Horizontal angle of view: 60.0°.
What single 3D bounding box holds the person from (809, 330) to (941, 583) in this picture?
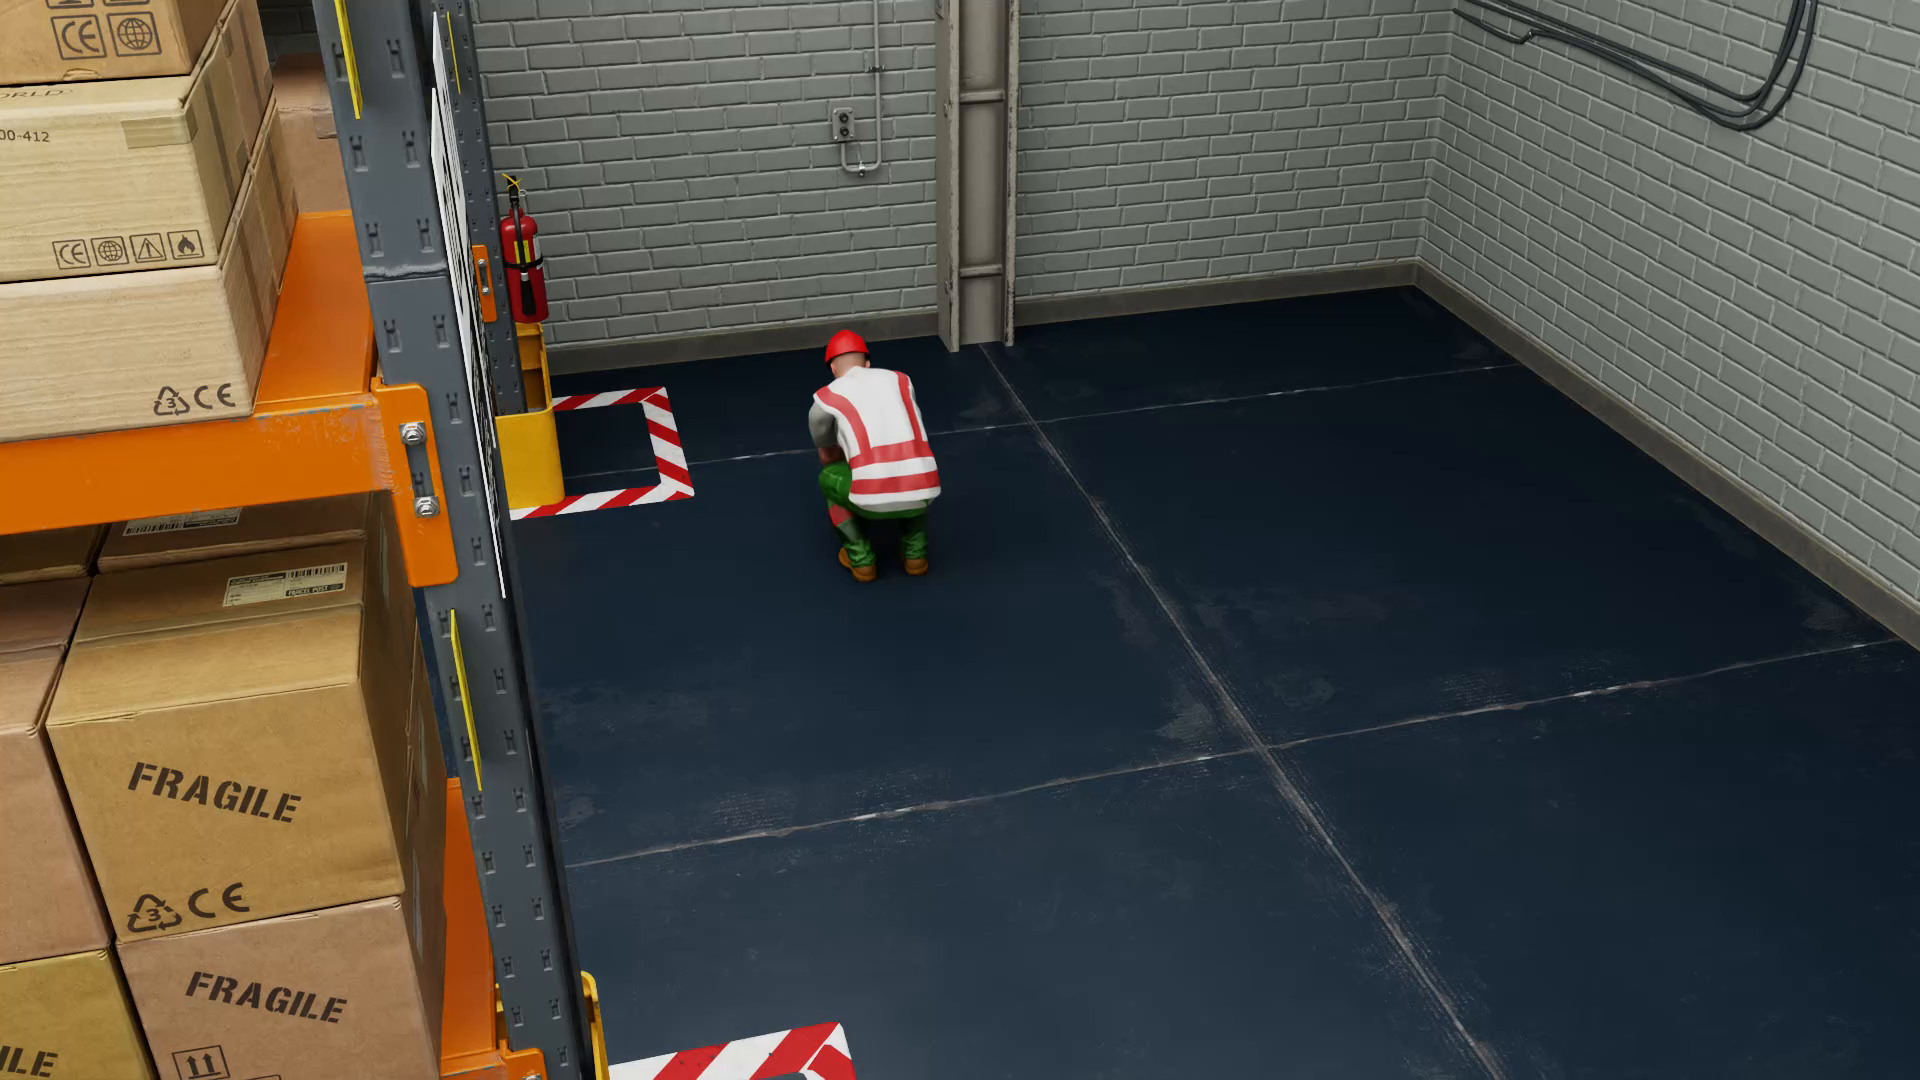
[{"bbox_3d":[-0.394,-0.379,7.559,0.545,1.001,0.884,-8,31,-14],"label":"person"}]
